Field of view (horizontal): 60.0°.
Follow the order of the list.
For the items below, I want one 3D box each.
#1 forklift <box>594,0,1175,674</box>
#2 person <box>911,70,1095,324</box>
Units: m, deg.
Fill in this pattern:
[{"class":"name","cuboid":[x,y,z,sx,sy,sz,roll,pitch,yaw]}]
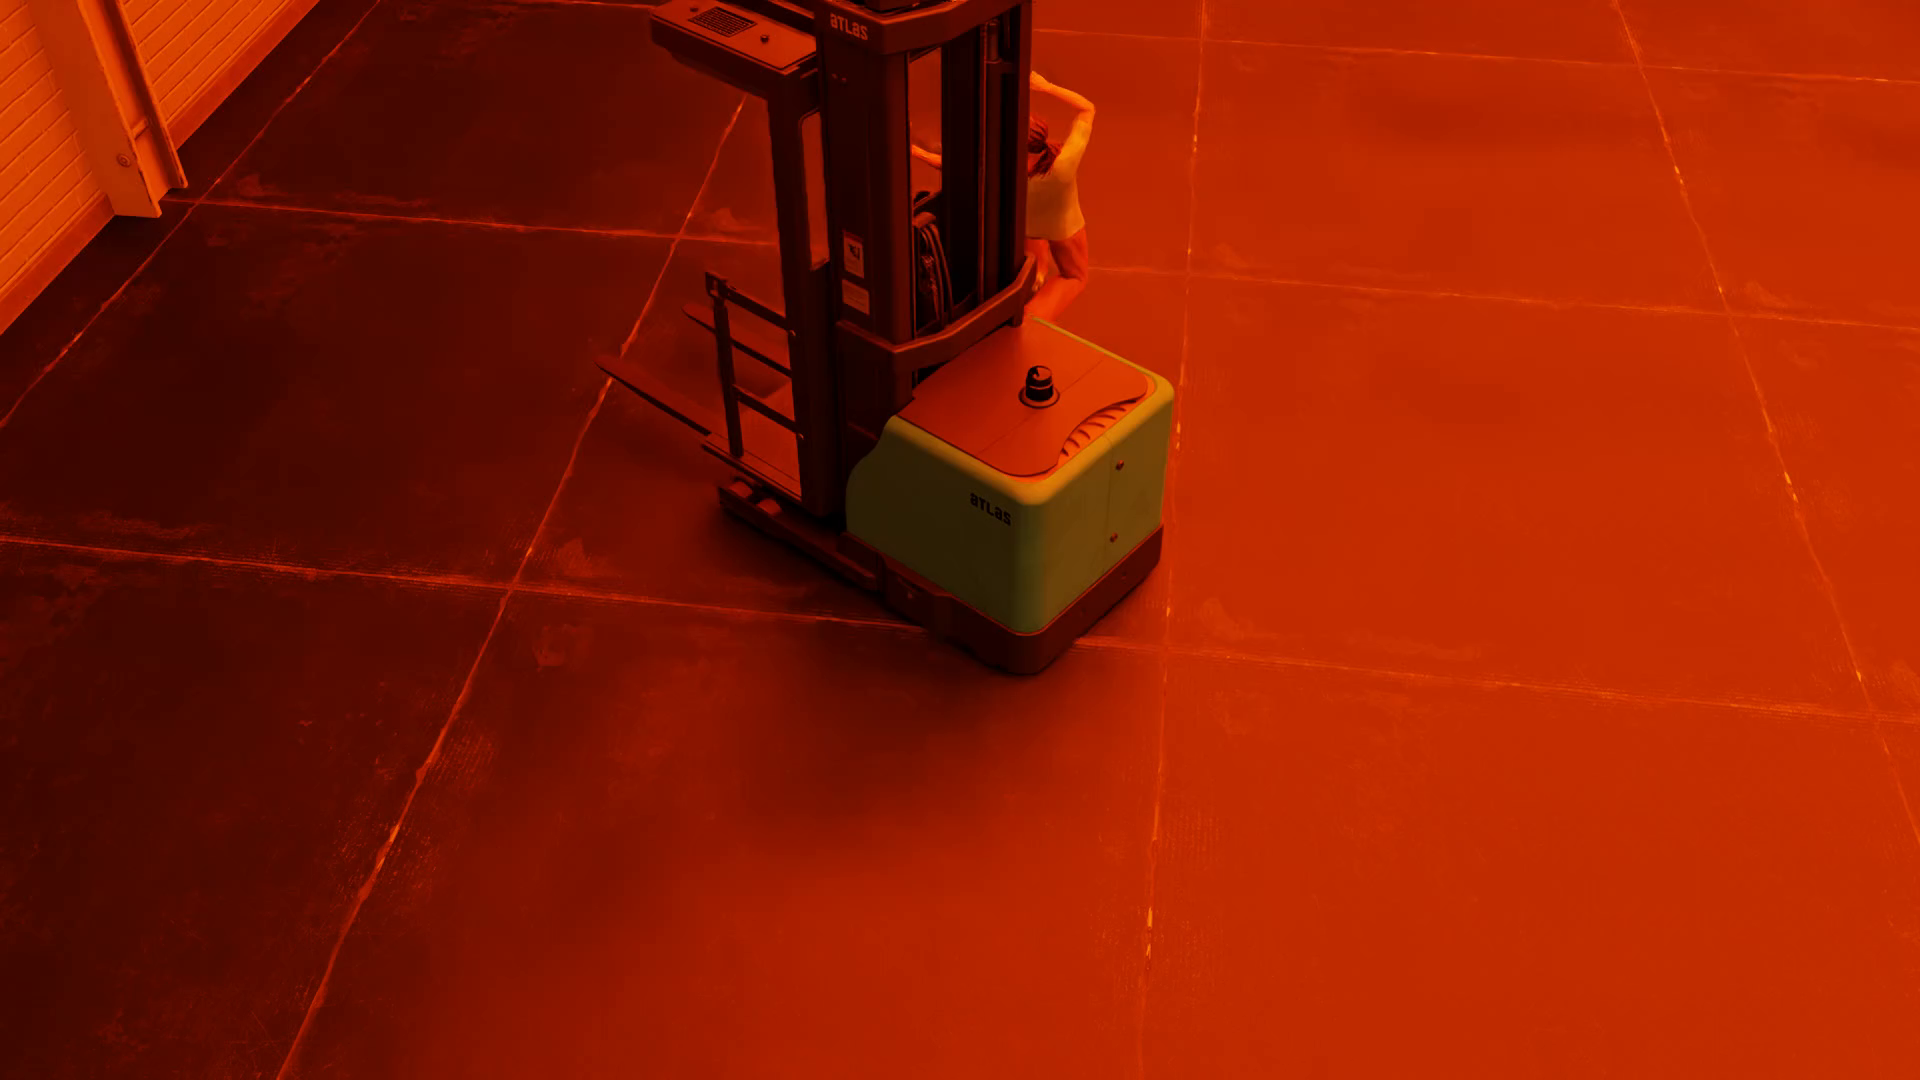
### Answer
[{"class":"forklift","cuboid":[-0.522,-1.353,7.198,3.031,2.935,1.130,30,50,29]},{"class":"person","cuboid":[0.213,-1.854,8.775,0.978,1.388,0.820,12,44,12]}]
